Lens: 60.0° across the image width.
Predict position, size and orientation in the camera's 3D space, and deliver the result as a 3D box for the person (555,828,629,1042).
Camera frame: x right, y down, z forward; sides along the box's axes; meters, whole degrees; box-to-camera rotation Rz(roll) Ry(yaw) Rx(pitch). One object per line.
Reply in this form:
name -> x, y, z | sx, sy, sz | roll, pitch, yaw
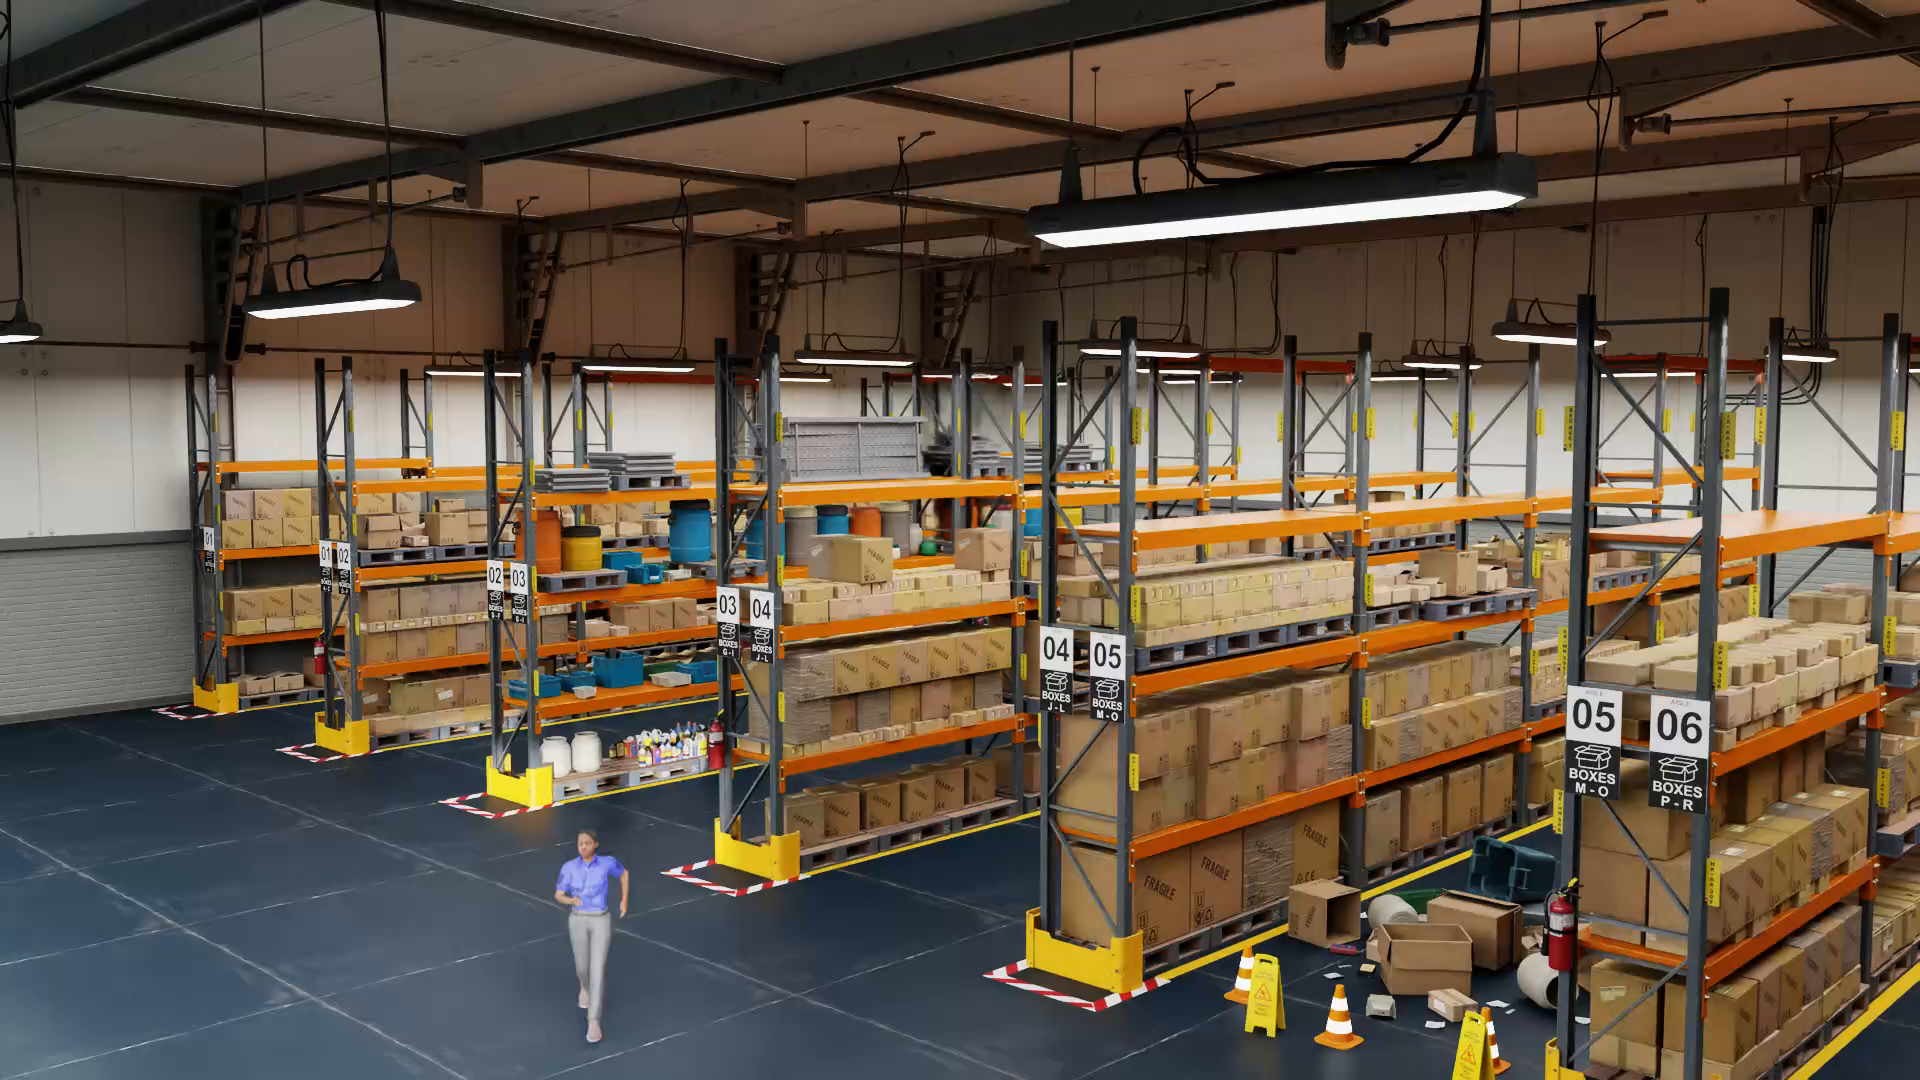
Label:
person -> -3.111, 3.258, 14.001 | 0.586, 1.624, 0.995 | 0, 4, -4
